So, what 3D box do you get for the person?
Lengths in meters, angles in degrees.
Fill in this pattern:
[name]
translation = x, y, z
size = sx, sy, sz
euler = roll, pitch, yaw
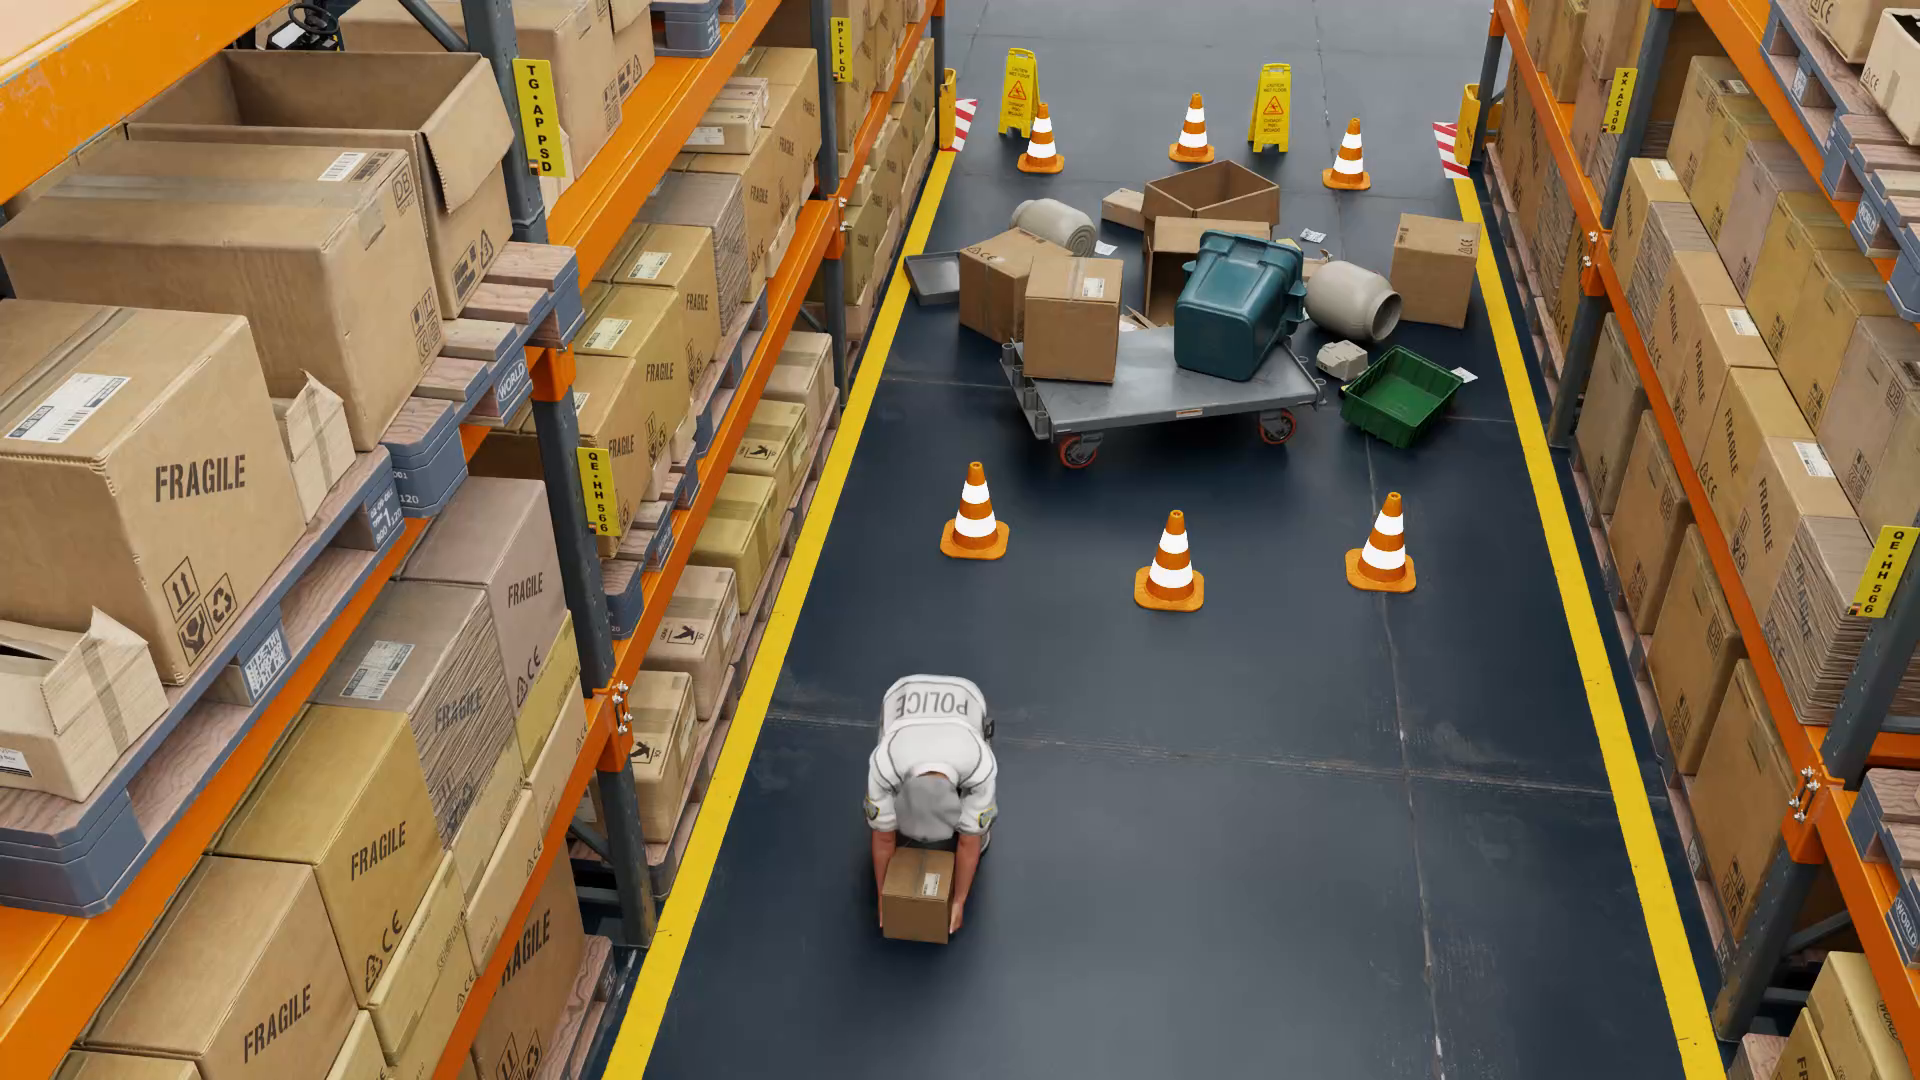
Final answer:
[person]
translation = -0.113, 0.988, 6.515
size = 0.534, 0.857, 1.007
euler = 4, 36, 5
